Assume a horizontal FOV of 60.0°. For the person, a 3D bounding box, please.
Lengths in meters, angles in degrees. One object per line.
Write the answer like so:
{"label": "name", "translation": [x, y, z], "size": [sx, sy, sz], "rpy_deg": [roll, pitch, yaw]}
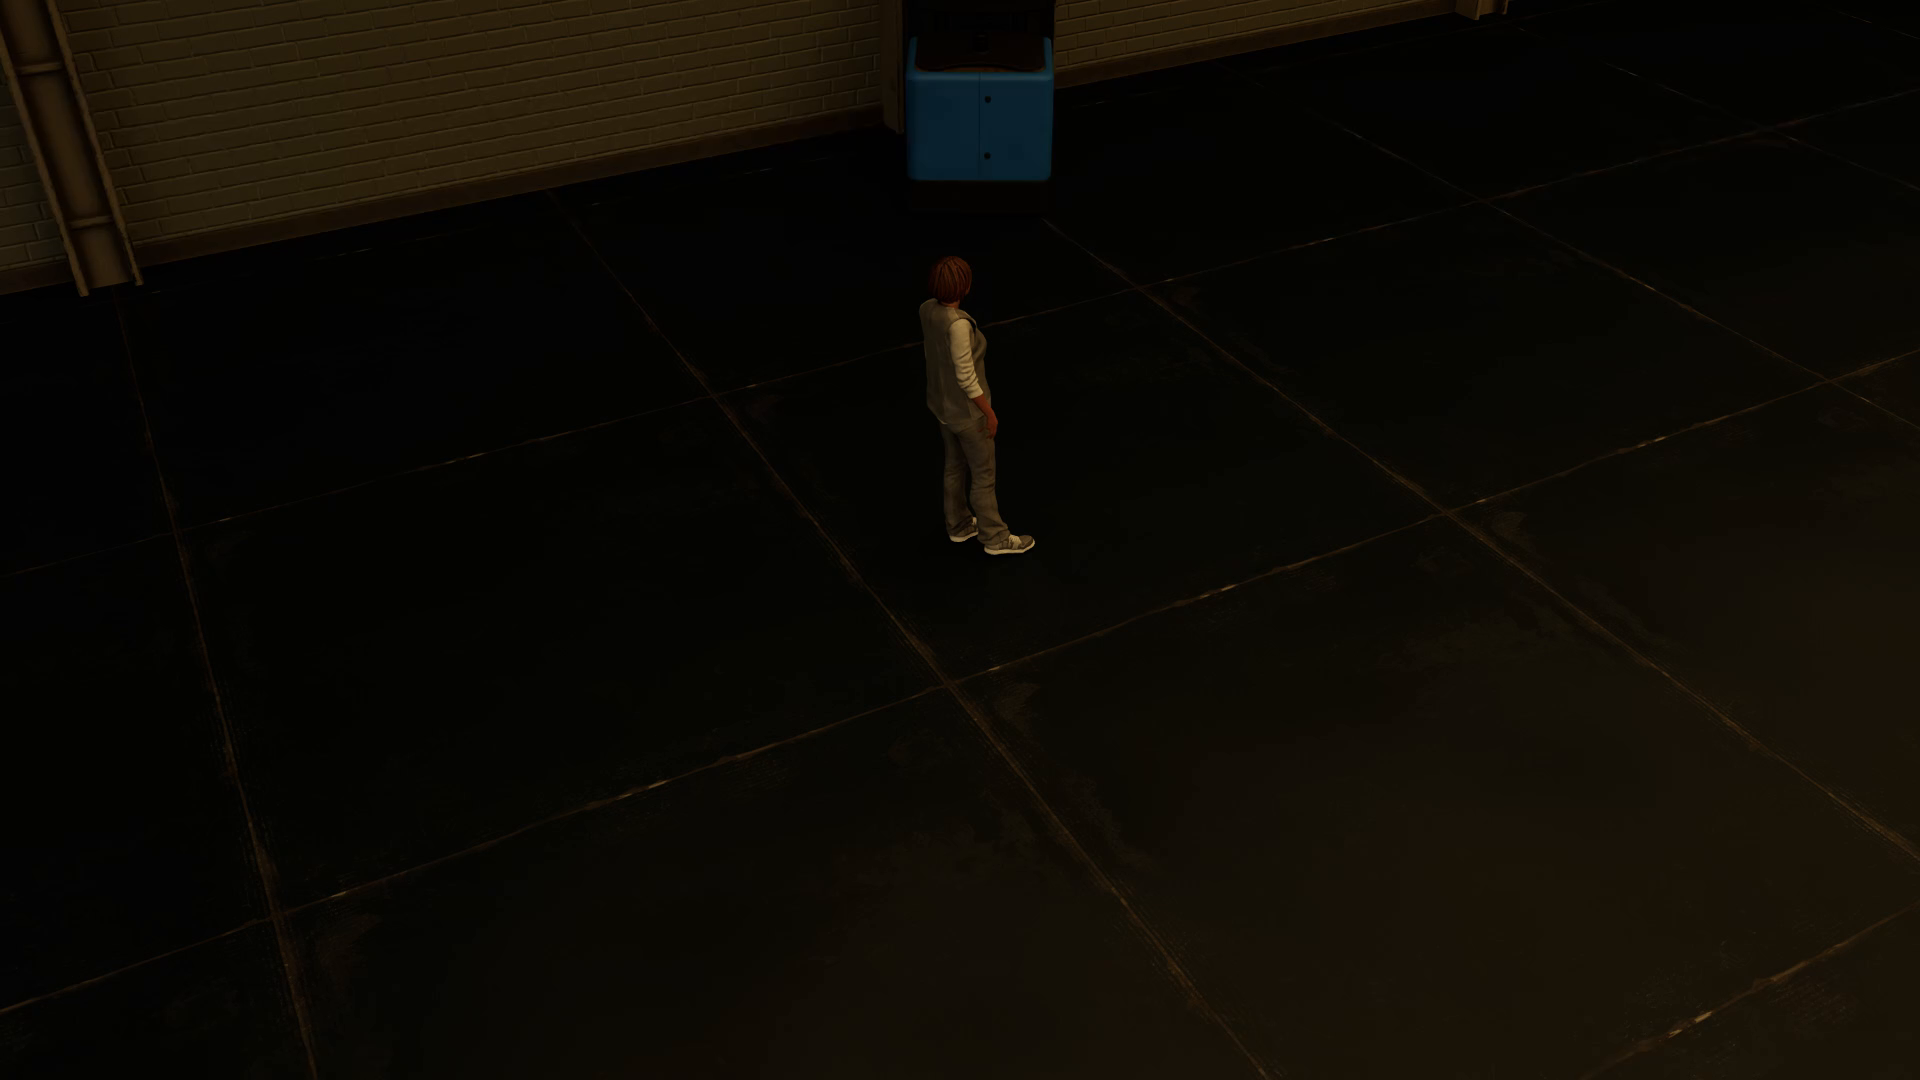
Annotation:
{"label": "person", "translation": [0.073, -0.671, 8.215], "size": [0.473, 1.599, 0.520], "rpy_deg": [-17, 39, -23]}

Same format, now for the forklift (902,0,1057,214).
{"label": "forklift", "translation": [0.158, -4.335, 12.256], "size": [1.130, 2.935, 3.031], "rpy_deg": [1, 35, 1]}
